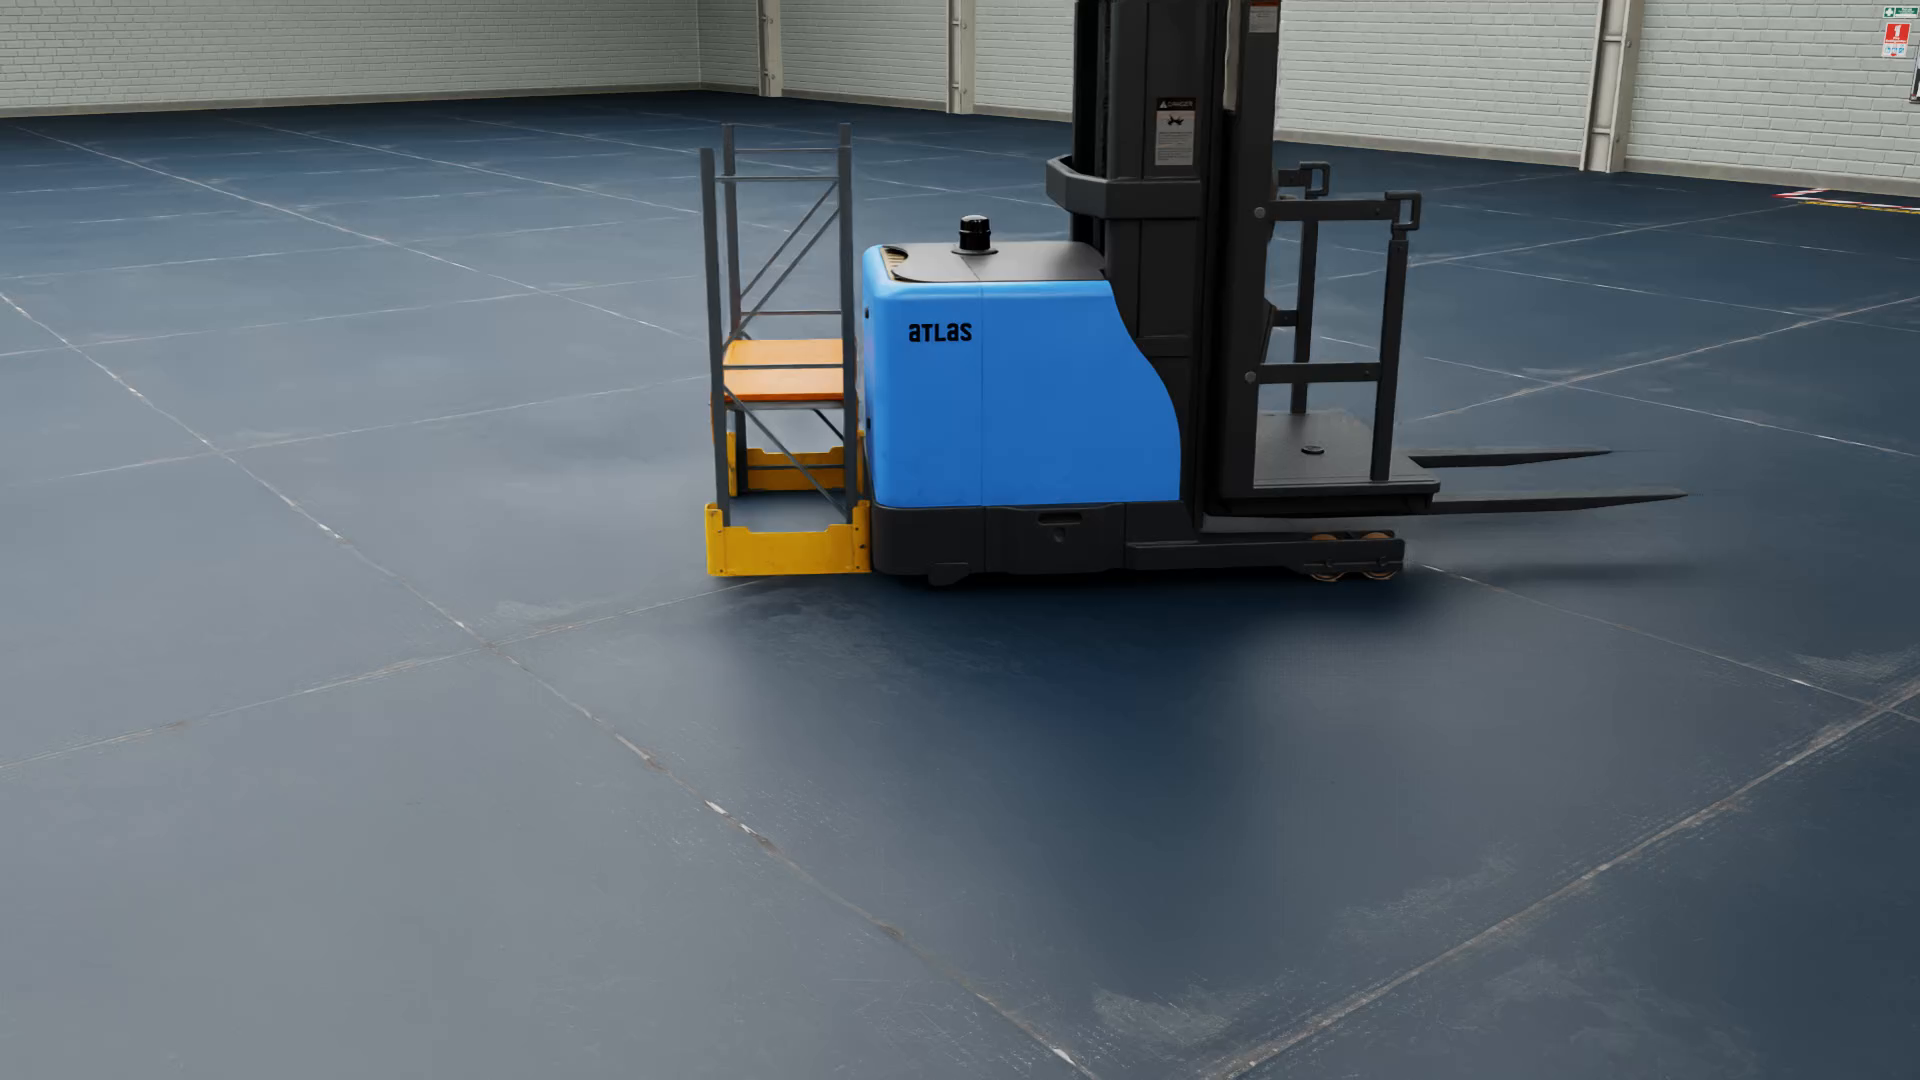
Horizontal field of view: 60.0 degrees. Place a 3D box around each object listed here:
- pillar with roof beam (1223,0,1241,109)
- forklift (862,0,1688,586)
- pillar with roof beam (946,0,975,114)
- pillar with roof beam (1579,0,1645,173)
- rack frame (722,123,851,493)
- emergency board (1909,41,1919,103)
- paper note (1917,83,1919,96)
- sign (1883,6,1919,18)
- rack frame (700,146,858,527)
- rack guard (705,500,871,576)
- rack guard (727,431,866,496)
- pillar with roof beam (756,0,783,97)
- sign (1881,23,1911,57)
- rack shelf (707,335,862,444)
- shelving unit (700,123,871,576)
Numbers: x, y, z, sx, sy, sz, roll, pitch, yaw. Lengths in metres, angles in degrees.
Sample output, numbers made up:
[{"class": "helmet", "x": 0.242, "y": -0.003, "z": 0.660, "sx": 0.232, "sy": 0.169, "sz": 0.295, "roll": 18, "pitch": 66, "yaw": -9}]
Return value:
[{"class": "pillar with roof beam", "x": 0.360, "y": -9.206, "z": 19.850, "sx": 9.100, "sy": 9.000, "sz": 0.400, "roll": -14, "pitch": 23, "yaw": -36}, {"class": "forklift", "x": 1.164, "y": -1.407, "z": 5.948, "sx": 3.031, "sy": 2.935, "sz": 1.130, "roll": -2, "pitch": 18, "yaw": -5}, {"class": "pillar with roof beam", "x": -3.366, "y": -10.685, "z": 24.315, "sx": 9.100, "sy": 9.000, "sz": 0.400, "roll": -14, "pitch": 23, "yaw": -36}, {"class": "pillar with roof beam", "x": 4.085, "y": -7.728, "z": 15.385, "sx": 9.100, "sy": 9.000, "sz": 0.400, "roll": -14, "pitch": 23, "yaw": -36}, {"class": "rack frame", "x": -0.681, "y": -0.919, "z": 6.751, "sx": 0.500, "sy": 1.500, "sz": 0.032, "roll": -1, "pitch": 18, "yaw": -3}, {"class": "emergency board", "x": 9.690, "y": -4.864, "z": 16.279, "sx": 0.157, "sy": 1.169, "sz": 0.626, "roll": -14, "pitch": 23, "yaw": -36}, {"class": "paper note", "x": 9.625, "y": -4.497, "z": 16.573, "sx": 0.016, "sy": 0.148, "sz": 0.142, "roll": -14, "pitch": 23, "yaw": -36}, {"class": "sign", "x": 9.414, "y": -5.280, "z": 16.637, "sx": 0.001, "sy": 0.109, "sz": 0.331, "roll": -14, "pitch": 23, "yaw": -36}, {"class": "rack frame", "x": -0.615, "y": -0.600, "z": 5.788, "sx": 0.500, "sy": 1.500, "sz": 0.032, "roll": -1, "pitch": 18, "yaw": -3}, {"class": "rack guard", "x": -0.615, "y": -0.007, "z": 5.985, "sx": 0.587, "sy": 0.250, "sz": 0.087, "roll": -1, "pitch": 18, "yaw": -3}, {"class": "rack guard", "x": -0.679, "y": -0.319, "z": 6.929, "sx": 0.587, "sy": 0.250, "sz": 0.087, "roll": -1, "pitch": 18, "yaw": -3}, {"class": "pillar with roof beam", "x": -7.091, "y": -12.163, "z": 28.780, "sx": 9.100, "sy": 9.000, "sz": 0.400, "roll": -14, "pitch": 23, "yaw": -36}, {"class": "sign", "x": 9.418, "y": -5.031, "z": 16.729, "sx": 0.001, "sy": 0.329, "sz": 0.234, "roll": -14, "pitch": 23, "yaw": -36}, {"class": "rack shelf", "x": -0.648, "y": -0.588, "z": 6.326, "sx": 0.538, "sy": 0.185, "sz": 1.000, "roll": -1, "pitch": 18, "yaw": -3}, {"class": "shelving unit", "x": -0.647, "y": -0.756, "z": 6.261, "sx": 0.587, "sy": 1.500, "sz": 1.083, "roll": -1, "pitch": 18, "yaw": -3}]
